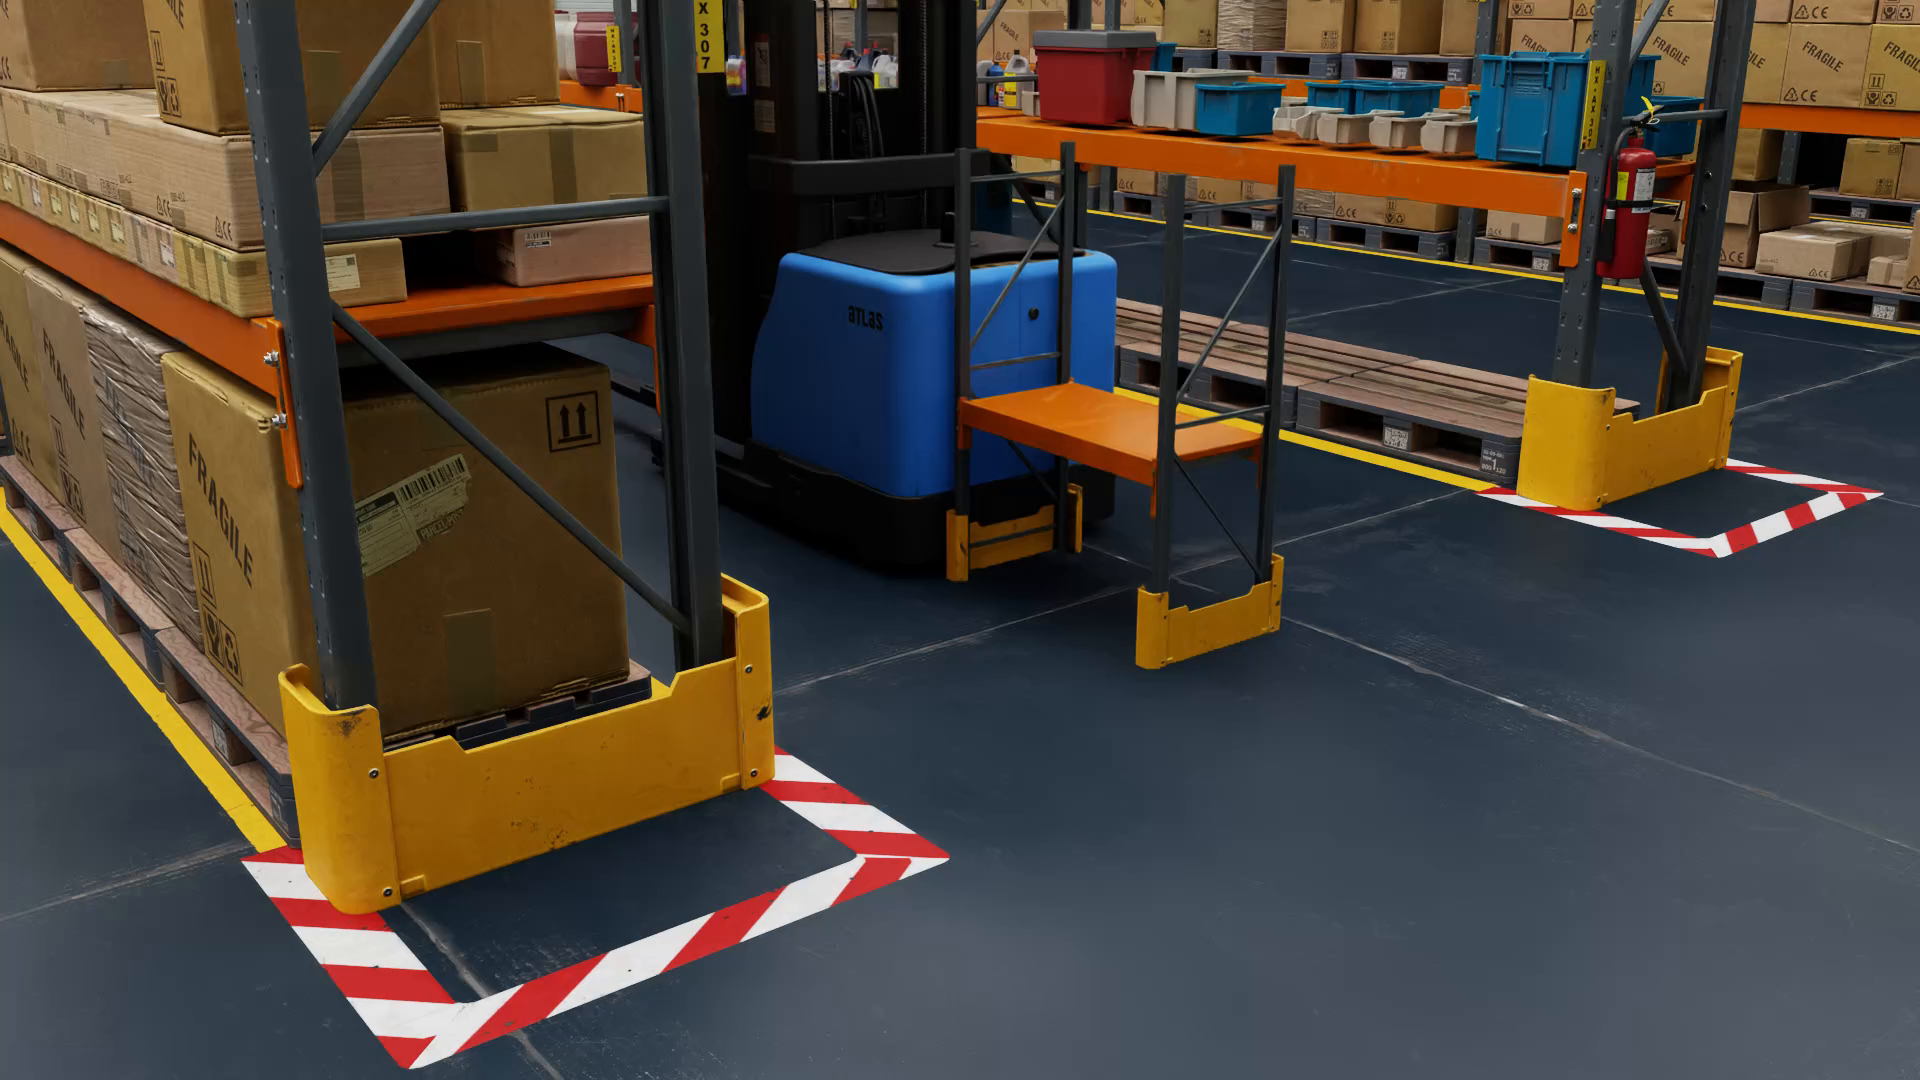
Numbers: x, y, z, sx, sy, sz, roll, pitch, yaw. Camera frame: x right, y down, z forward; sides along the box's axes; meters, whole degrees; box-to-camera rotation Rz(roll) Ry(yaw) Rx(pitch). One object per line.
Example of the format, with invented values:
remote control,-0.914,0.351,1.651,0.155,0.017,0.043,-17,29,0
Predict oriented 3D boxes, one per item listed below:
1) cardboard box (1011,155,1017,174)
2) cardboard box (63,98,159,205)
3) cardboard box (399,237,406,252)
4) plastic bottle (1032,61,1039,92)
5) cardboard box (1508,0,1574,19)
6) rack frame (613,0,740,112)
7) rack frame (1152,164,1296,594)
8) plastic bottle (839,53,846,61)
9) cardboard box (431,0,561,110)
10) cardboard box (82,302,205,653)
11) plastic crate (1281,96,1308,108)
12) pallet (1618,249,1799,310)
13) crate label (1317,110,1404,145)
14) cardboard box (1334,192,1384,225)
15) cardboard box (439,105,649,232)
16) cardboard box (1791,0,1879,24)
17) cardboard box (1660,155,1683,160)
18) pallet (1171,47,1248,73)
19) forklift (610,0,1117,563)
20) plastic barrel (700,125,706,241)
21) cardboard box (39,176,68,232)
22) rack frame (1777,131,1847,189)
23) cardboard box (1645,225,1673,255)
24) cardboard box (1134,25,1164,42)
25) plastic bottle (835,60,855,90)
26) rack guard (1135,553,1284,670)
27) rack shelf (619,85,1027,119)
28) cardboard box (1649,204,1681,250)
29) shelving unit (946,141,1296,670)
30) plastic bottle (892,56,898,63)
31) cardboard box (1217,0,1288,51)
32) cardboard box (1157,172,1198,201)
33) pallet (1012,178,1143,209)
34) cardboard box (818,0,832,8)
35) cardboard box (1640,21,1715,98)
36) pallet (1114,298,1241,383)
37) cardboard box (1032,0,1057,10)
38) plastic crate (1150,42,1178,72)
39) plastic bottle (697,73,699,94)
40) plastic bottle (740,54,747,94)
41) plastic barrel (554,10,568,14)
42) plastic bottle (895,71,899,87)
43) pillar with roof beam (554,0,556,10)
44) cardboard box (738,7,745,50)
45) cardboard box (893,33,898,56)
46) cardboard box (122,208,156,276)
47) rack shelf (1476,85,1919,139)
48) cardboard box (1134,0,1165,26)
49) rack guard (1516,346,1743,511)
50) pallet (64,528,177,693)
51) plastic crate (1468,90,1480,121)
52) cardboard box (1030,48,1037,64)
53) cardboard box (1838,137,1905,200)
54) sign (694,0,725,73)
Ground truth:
cardboard box,0.601,-3.855,16.938,0.500,0.250,0.500,-13,23,-35
cardboard box,-2.188,-1.112,4.714,0.500,0.250,0.500,-15,23,-38
cardboard box,-1.493,-0.947,4.849,0.380,0.149,0.250,-14,23,-37
plastic bottle,0.457,-2.795,10.216,0.061,0.283,0.133,-14,23,-36
cardboard box,4.308,-3.993,11.900,0.500,0.500,0.500,-13,22,-35
rack frame,-2.133,-3.662,12.650,1.000,3.000,0.127,-14,23,-36
rack frame,0.800,-0.371,5.097,0.500,1.500,0.032,-13,22,-35
plastic bottle,-0.836,-3.235,11.545,0.061,0.283,0.133,-14,23,-36
cardboard box,-1.446,-1.444,4.524,0.500,0.500,0.500,-15,23,-37
cardboard box,-2.074,-0.281,5.151,0.875,0.875,0.875,-14,23,-36
plastic crate,1.667,-2.209,8.586,0.293,0.136,0.466,-14,23,-36
pallet,5.423,-1.848,11.608,1.003,0.211,1.213,-14,23,-36
crate label,1.825,-1.898,7.646,0.396,0.136,0.243,-14,23,-36
cardboard box,3.404,-2.853,13.485,0.500,0.500,0.500,-14,23,-36
cardboard box,-1.135,-0.965,4.270,0.500,0.250,0.500,-15,23,-38
cardboard box,5.587,-3.486,10.368,0.500,0.500,0.500,-13,22,-35
cardboard box,7.057,-4.142,16.851,0.750,0.750,0.750,-13,22,-34
pallet,2.228,-4.383,15.134,1.213,0.211,1.003,-14,23,-36
forklift,-0.684,-1.707,6.855,1.130,2.935,3.031,-13,22,-35
plastic barrel,-1.816,-2.714,12.571,0.600,0.830,0.708,-14,23,-36
cardboard box,-2.640,-1.069,5.218,0.380,0.149,0.250,-15,23,-38
rack frame,8.116,-4.610,15.512,1.000,3.000,0.127,-14,23,-36
cardboard box,4.871,-2.149,11.888,0.380,0.166,0.250,-14,23,-36
cardboard box,2.618,-6.577,21.660,0.500,0.250,0.500,-14,23,-36
plastic bottle,-0.688,-2.866,10.442,0.152,0.276,0.135,-14,23,-36
rack guard,0.799,0.222,5.294,0.587,0.250,0.087,-13,22,-35
rack shelf,-0.891,-2.828,11.274,1.077,0.370,4.000,-14,23,-36
cardboard box,5.277,-2.305,12.128,0.500,0.311,0.500,-14,23,-36
shelving unit,0.501,-0.497,5.477,0.587,1.500,1.083,-13,22,-35
plastic bottle,-0.364,-2.844,10.257,0.144,0.351,0.185,-14,23,-36
cardboard box,2.650,-4.479,14.289,0.700,0.500,0.500,-9,20,-26
cardboard box,2.140,-3.354,14.997,0.500,0.500,0.500,-15,24,-38
pallet,1.271,-3.514,16.640,1.003,0.211,1.213,-14,23,-36
cardboard box,-1.385,-6.119,18.880,0.380,0.149,0.250,-15,23,-38
cardboard box,4.968,-3.262,11.281,0.500,0.500,0.500,-14,23,-36
pallet,0.837,-1.179,9.587,1.003,0.211,1.213,-14,23,-36
cardboard box,1.341,-7.433,23.051,0.500,0.500,0.500,-15,23,-38
plastic crate,0.908,-2.649,9.520,0.392,0.384,0.575,-14,23,-36
plastic bottle,-1.831,-3.319,11.812,0.152,0.276,0.135,-14,23,-36
plastic bottle,-1.436,-3.143,11.269,0.061,0.283,0.133,-14,23,-36
plastic barrel,-3.471,-4.146,13.896,0.433,0.535,0.433,0,18,0
plastic bottle,-0.327,-2.703,9.939,0.061,0.283,0.133,-14,23,-36
pillar with roof beam,-12.772,-14.006,34.346,9.100,9.000,0.400,-14,23,-36
cardboard box,-2.302,-6.277,20.388,0.700,0.500,0.500,-14,23,-36
cardboard box,-0.392,-5.429,18.226,0.500,0.250,0.500,-12,22,-33
cardboard box,-2.001,-0.816,4.454,0.380,0.149,0.250,-13,23,-35
rack shelf,5.477,-2.808,11.215,1.077,0.370,4.000,-14,23,-36
cardboard box,2.613,-6.932,21.538,0.500,0.500,0.500,-14,23,-36
rack guard,2.859,-0.501,7.079,1.175,0.500,0.348,-14,23,-36
pallet,-2.360,0.118,5.671,1.003,0.211,1.213,-14,23,-36
plastic crate,2.530,-1.927,7.581,0.416,0.233,0.300,-14,23,-36
cardboard box,0.916,-4.812,16.522,0.380,0.149,0.250,-12,22,-32
cardboard box,8.500,-3.418,15.222,0.700,0.500,0.500,-14,23,-35
sign,-0.610,-1.279,3.951,0.100,0.325,0.005,-14,23,-36
